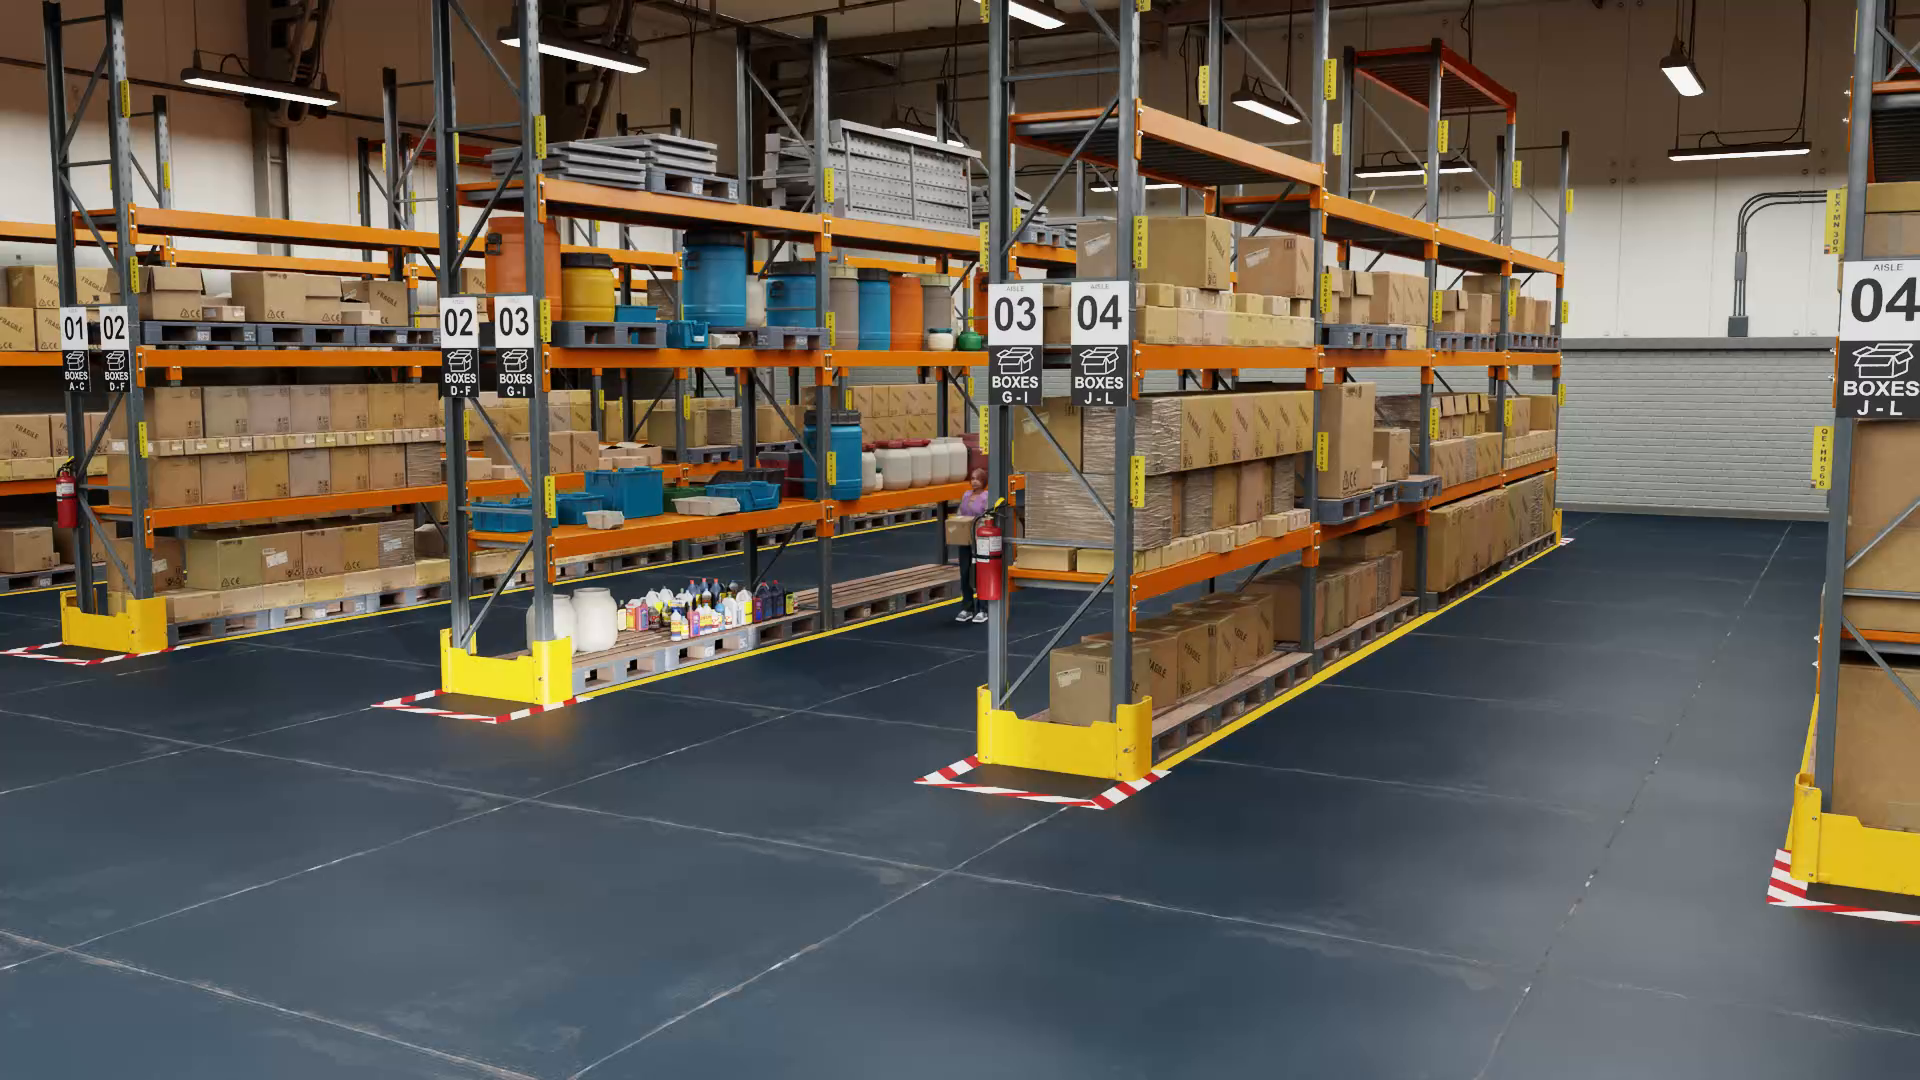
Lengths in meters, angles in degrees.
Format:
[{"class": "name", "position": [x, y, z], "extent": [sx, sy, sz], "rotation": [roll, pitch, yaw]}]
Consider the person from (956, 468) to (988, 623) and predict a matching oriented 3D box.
[{"class": "person", "position": [0.115, 0.058, 17.221], "extent": [0.404, 1.591, 0.490], "rotation": [4, 7, 30]}]
